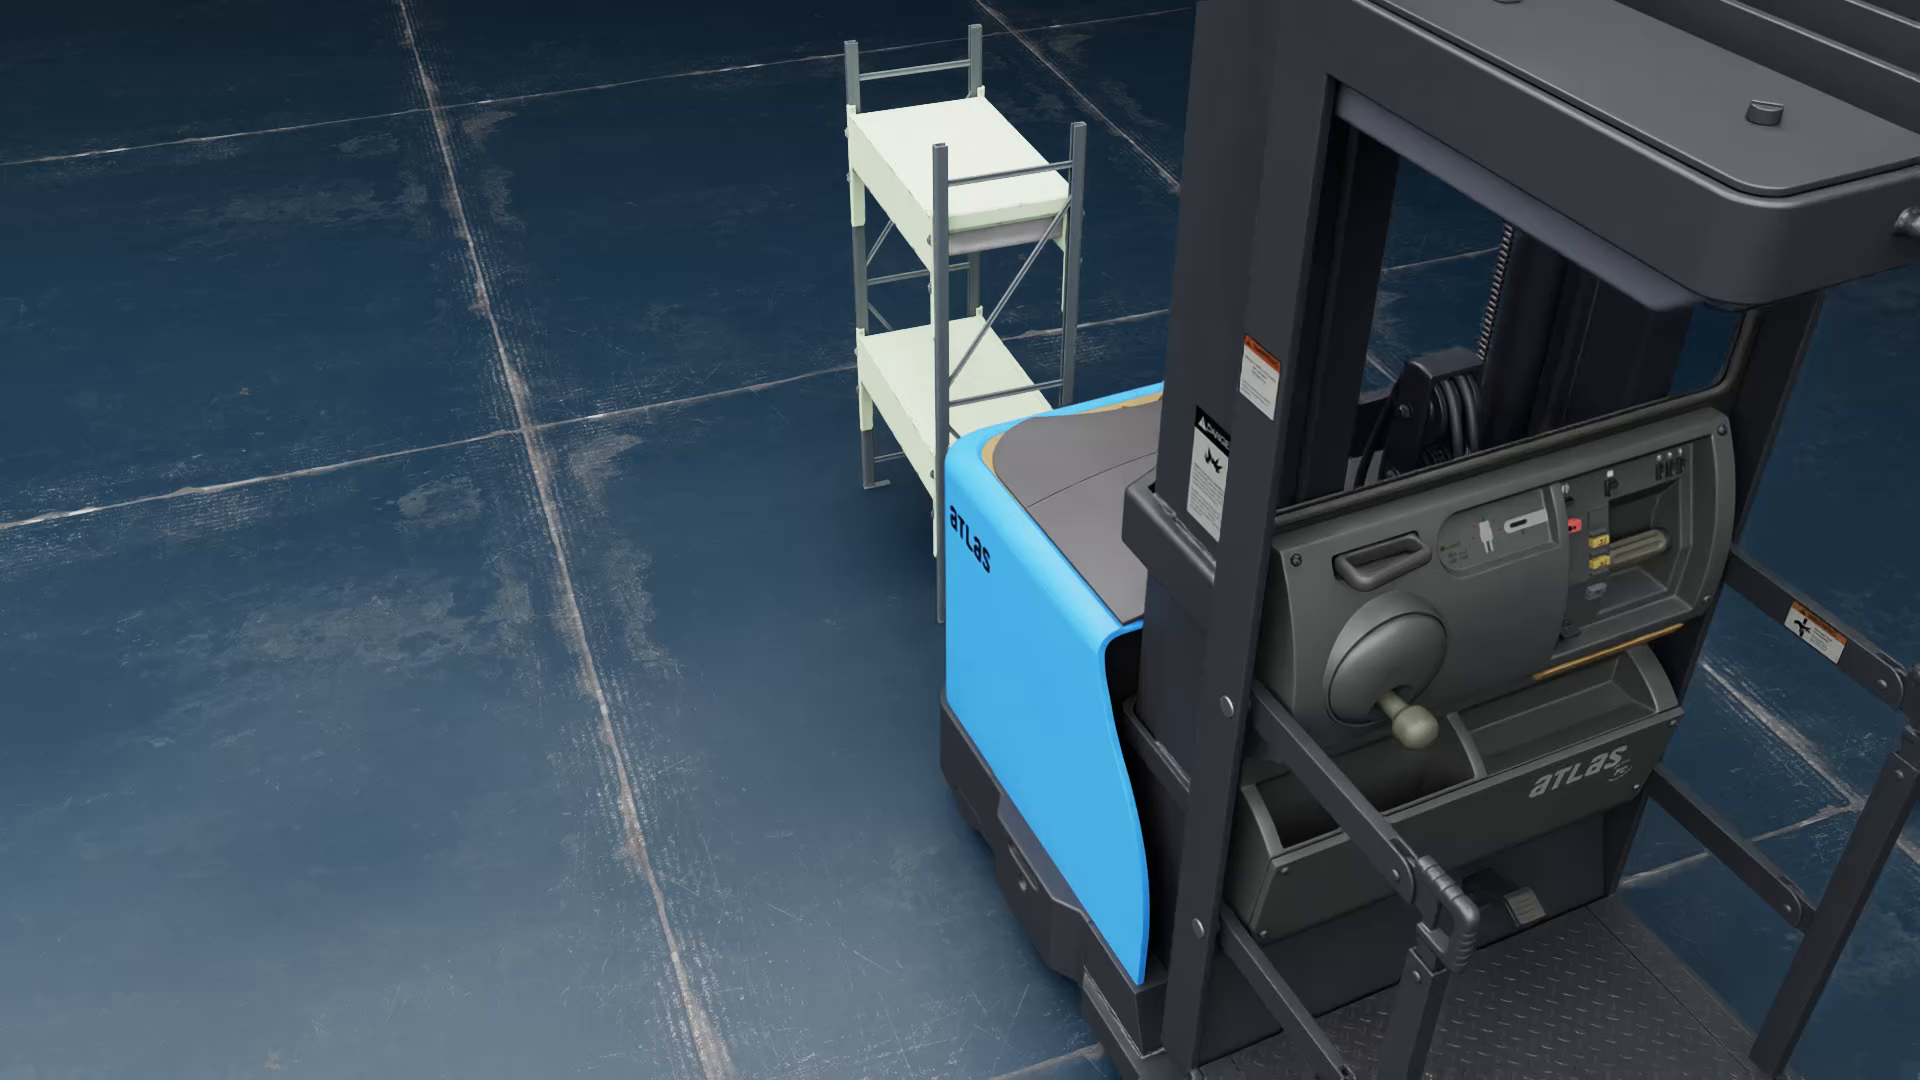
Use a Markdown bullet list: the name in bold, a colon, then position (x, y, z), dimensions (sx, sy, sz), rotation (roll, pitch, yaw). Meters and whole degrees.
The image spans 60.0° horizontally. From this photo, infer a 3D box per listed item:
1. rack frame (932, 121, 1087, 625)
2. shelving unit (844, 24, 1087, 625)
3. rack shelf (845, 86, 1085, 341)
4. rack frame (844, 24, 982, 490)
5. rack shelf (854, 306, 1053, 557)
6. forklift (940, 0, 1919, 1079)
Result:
- **rack frame**: position (0.124, -0.396, 4.529), dimensions (0.400, 1.500, 0.023), rotation (-12, 39, -16)
- **shelving unit**: position (-0.002, -0.603, 4.804), dimensions (0.431, 1.500, 0.755), rotation (-12, 39, -16)
- **rack shelf**: position (-0.002, -0.915, 4.569), dimensions (0.431, 0.370, 0.720), rotation (-12, 39, -16)
- **rack frame**: position (-0.128, -0.810, 5.078), dimensions (0.400, 1.500, 0.023), rotation (-12, 39, -16)
- **rack shelf**: position (-0.002, -0.342, 5.000), dimensions (0.431, 0.370, 0.720), rotation (-12, 39, -16)
- **forklift**: position (1.026, 0.133, 2.638), dimensions (1.130, 2.935, 3.031), rotation (-16, 40, -20)
